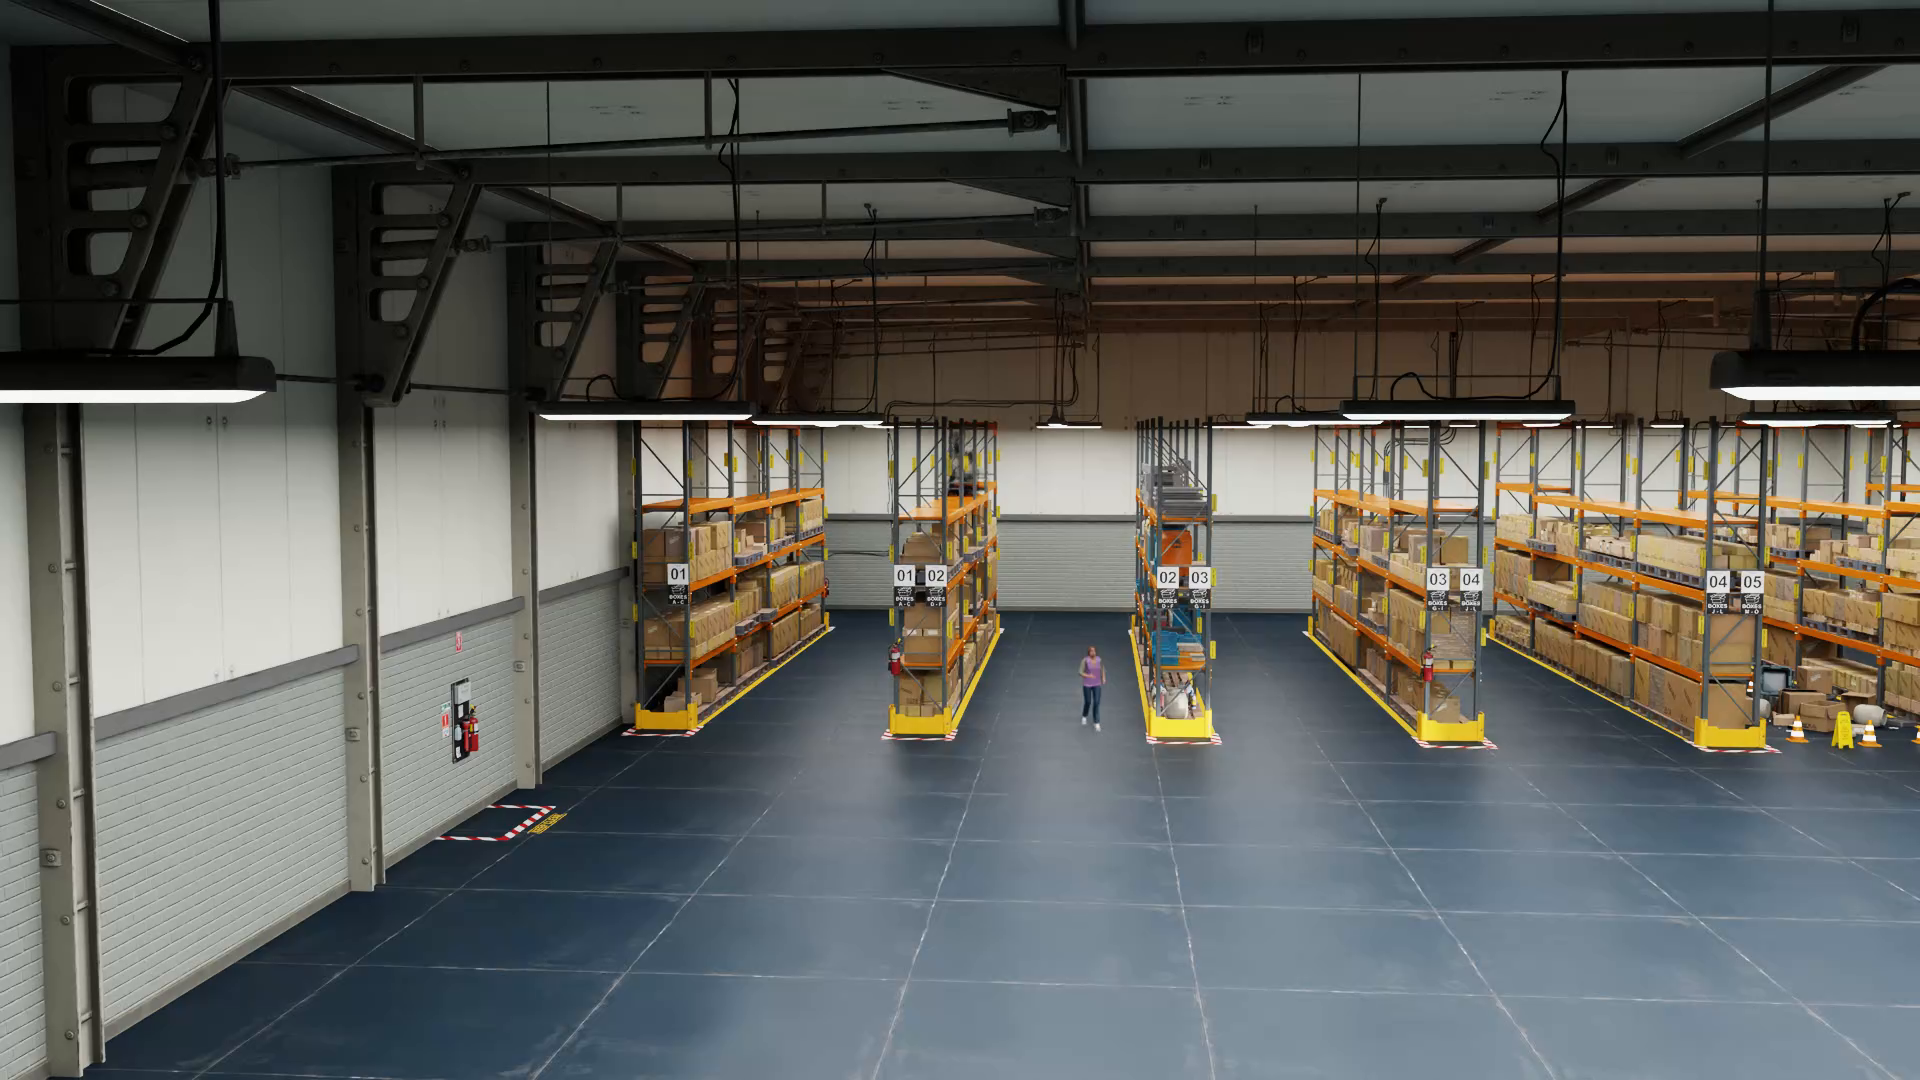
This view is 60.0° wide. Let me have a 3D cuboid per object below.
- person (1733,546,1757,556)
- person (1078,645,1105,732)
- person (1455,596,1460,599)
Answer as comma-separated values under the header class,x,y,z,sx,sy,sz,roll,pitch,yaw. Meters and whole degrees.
class,x,y,z,sx,sy,sz,roll,pitch,yaw
person,17.521,1.395,38.963,1.169,3.633,18.243,2,4,23
person,2.533,2.839,32.010,0.557,1.616,0.744,-1,4,-10
person,13.512,1.873,45.656,0.670,1.812,0.883,1,4,20
